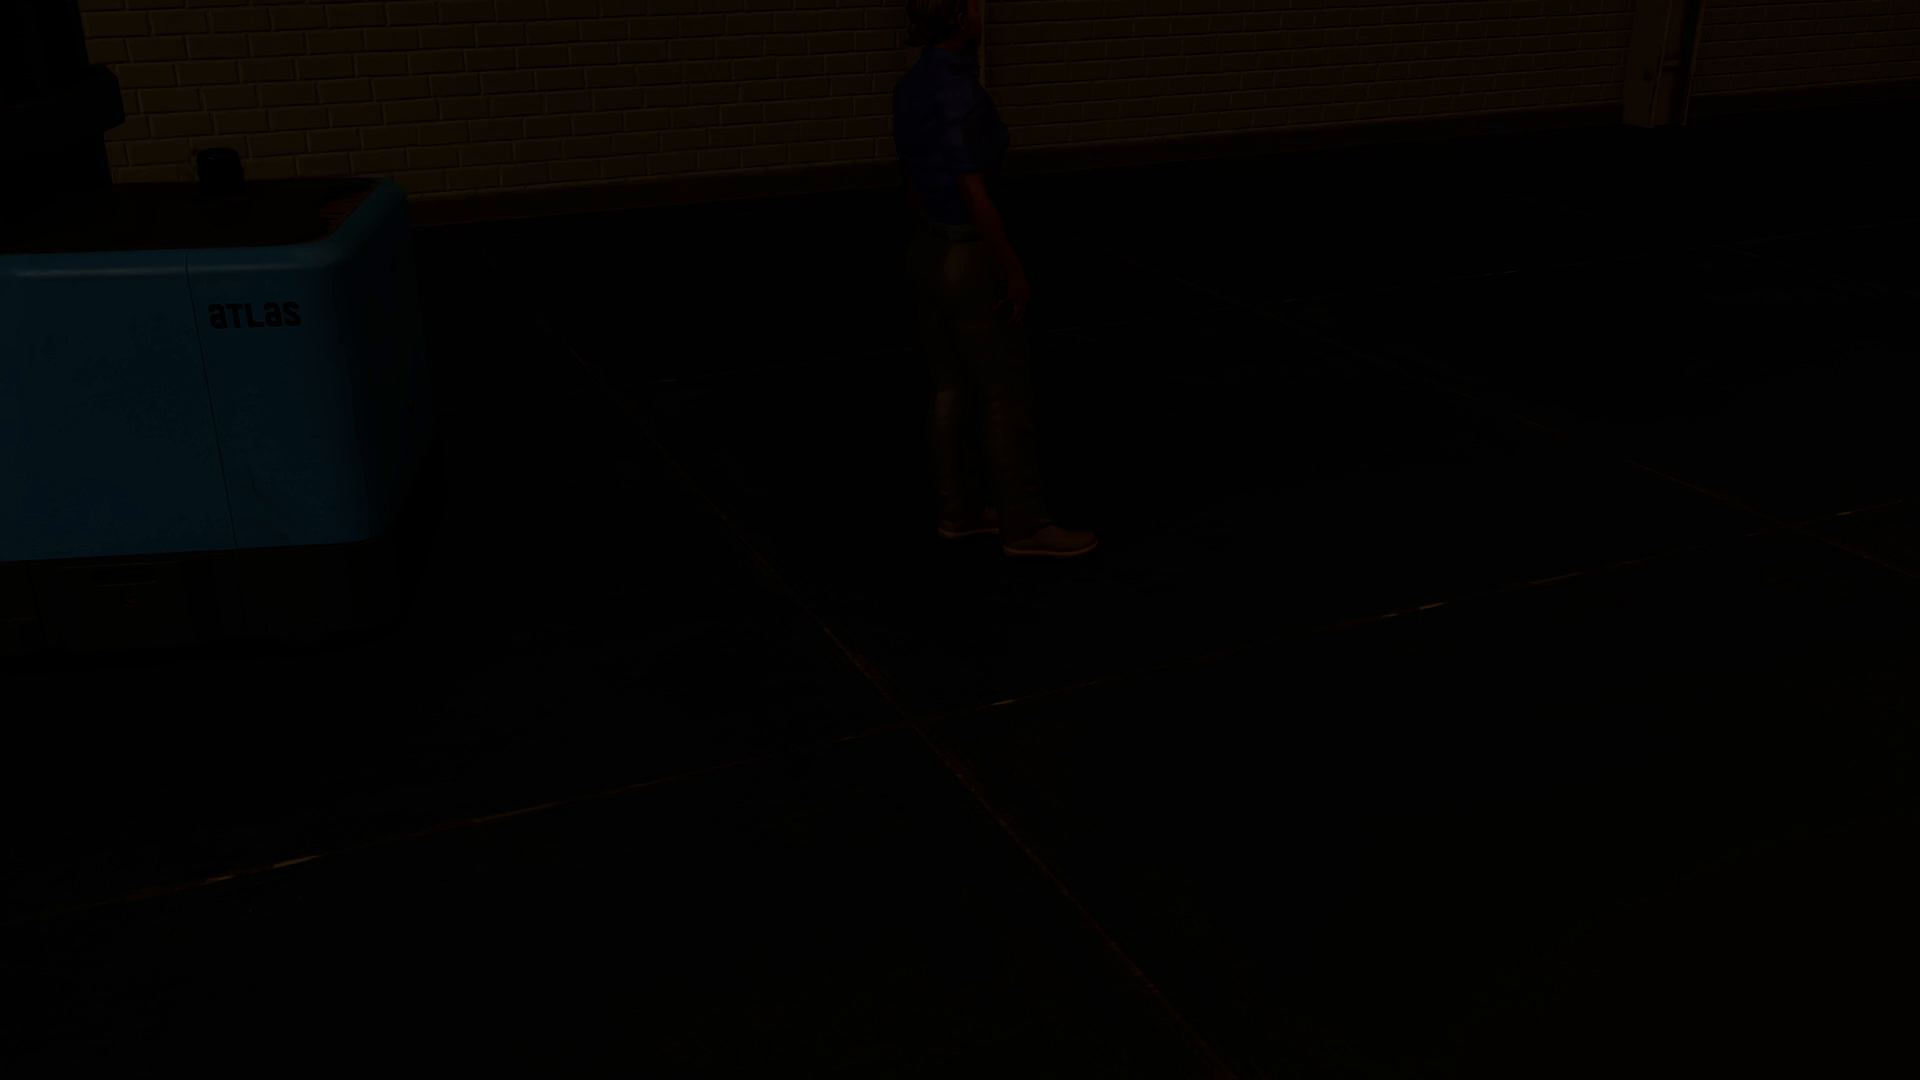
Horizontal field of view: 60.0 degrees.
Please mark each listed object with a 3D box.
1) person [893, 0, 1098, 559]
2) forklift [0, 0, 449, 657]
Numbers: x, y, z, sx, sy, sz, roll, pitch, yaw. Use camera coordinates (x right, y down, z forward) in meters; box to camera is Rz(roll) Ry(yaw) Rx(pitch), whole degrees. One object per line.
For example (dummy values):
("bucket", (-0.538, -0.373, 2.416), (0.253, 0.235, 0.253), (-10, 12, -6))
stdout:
("person", (0.088, -0.778, 4.805), (0.503, 1.656, 0.570), (-10, 25, -23))
("forklift", (-3.047, -1.173, 4.110), (3.031, 2.935, 1.130), (-3, 23, -8))
